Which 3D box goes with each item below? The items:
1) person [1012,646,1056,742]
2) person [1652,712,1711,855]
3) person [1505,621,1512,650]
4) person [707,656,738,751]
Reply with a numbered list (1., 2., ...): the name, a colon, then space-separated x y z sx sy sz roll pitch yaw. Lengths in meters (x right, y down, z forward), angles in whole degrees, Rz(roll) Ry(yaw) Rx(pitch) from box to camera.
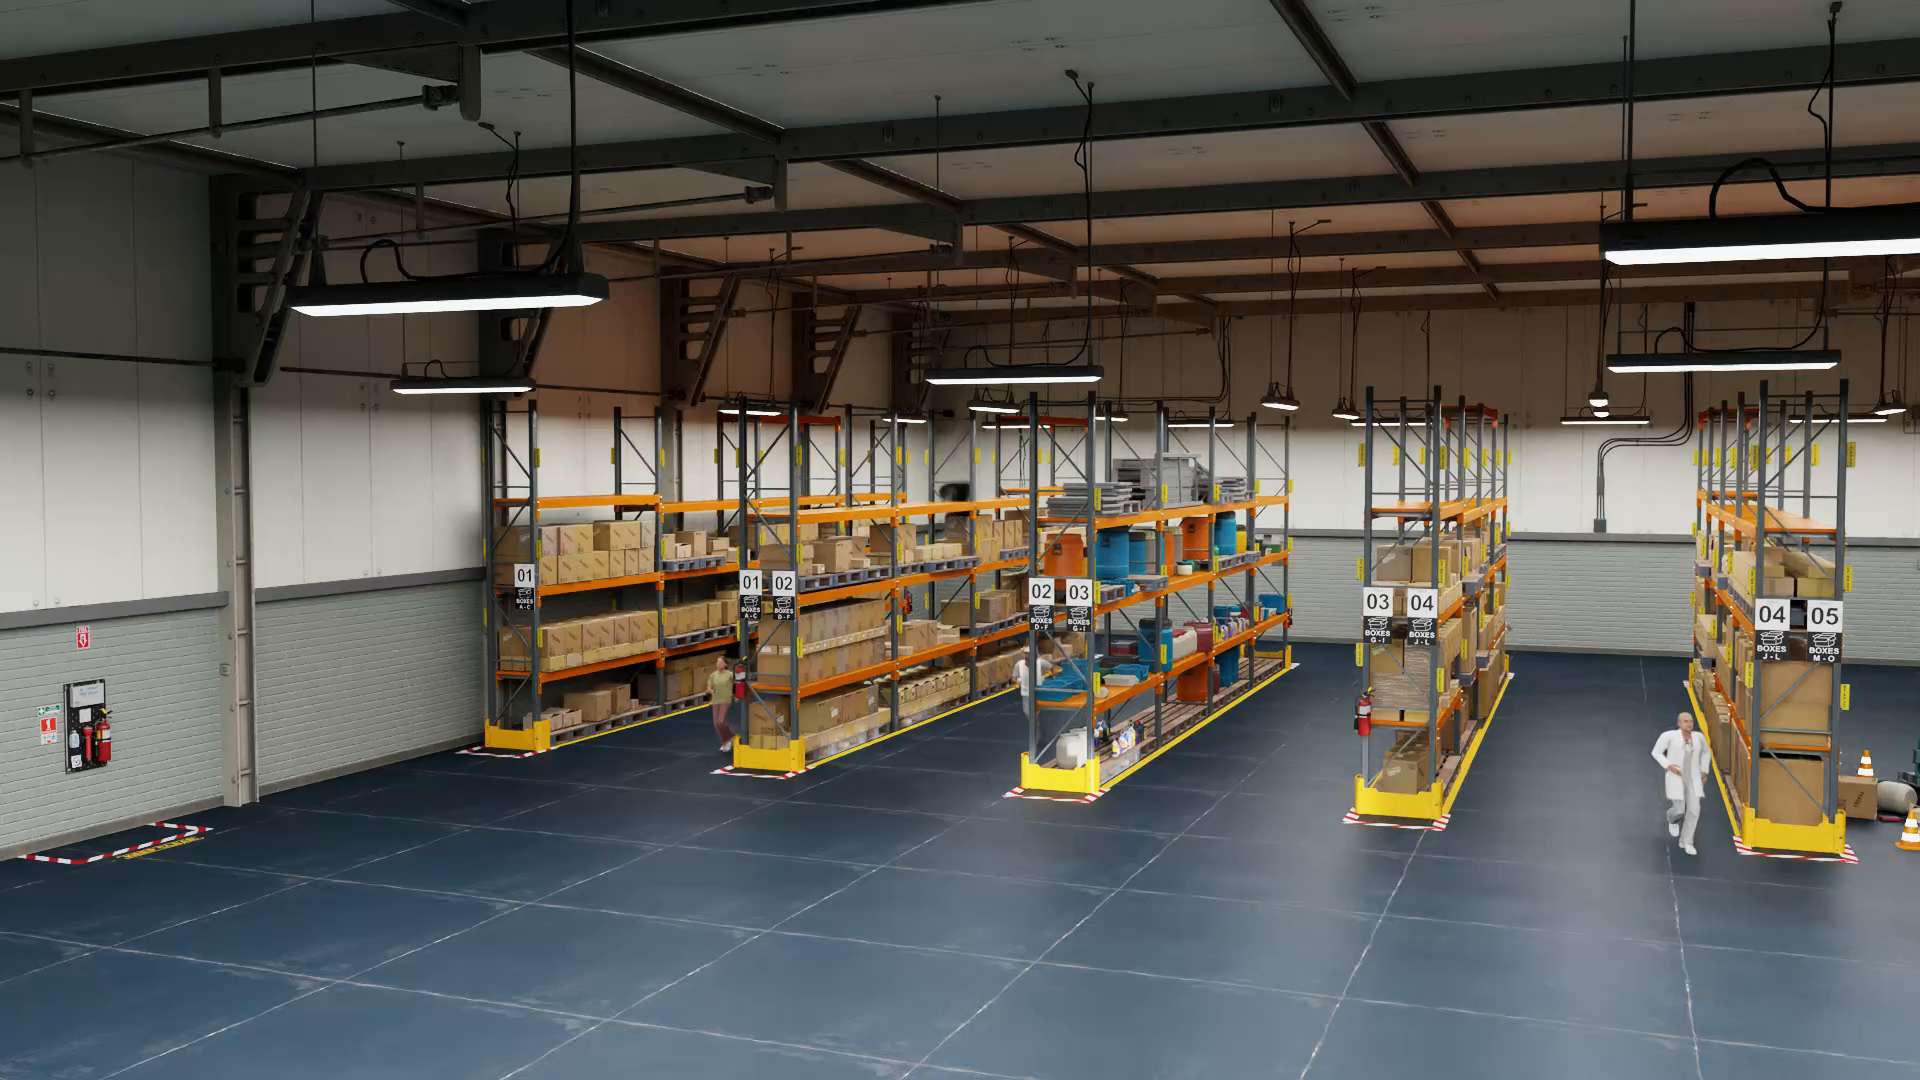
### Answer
1. person: 1.257 2.698 28.736 0.715 1.780 0.833 1 3 17
2. person: 9.277 3.089 21.348 0.751 1.770 0.802 0 3 6
3. person: 12.713 2.201 39.307 0.710 1.736 0.589 -2 4 -40
4. person: -4.032 2.777 28.163 0.556 1.635 0.616 1 3 16
